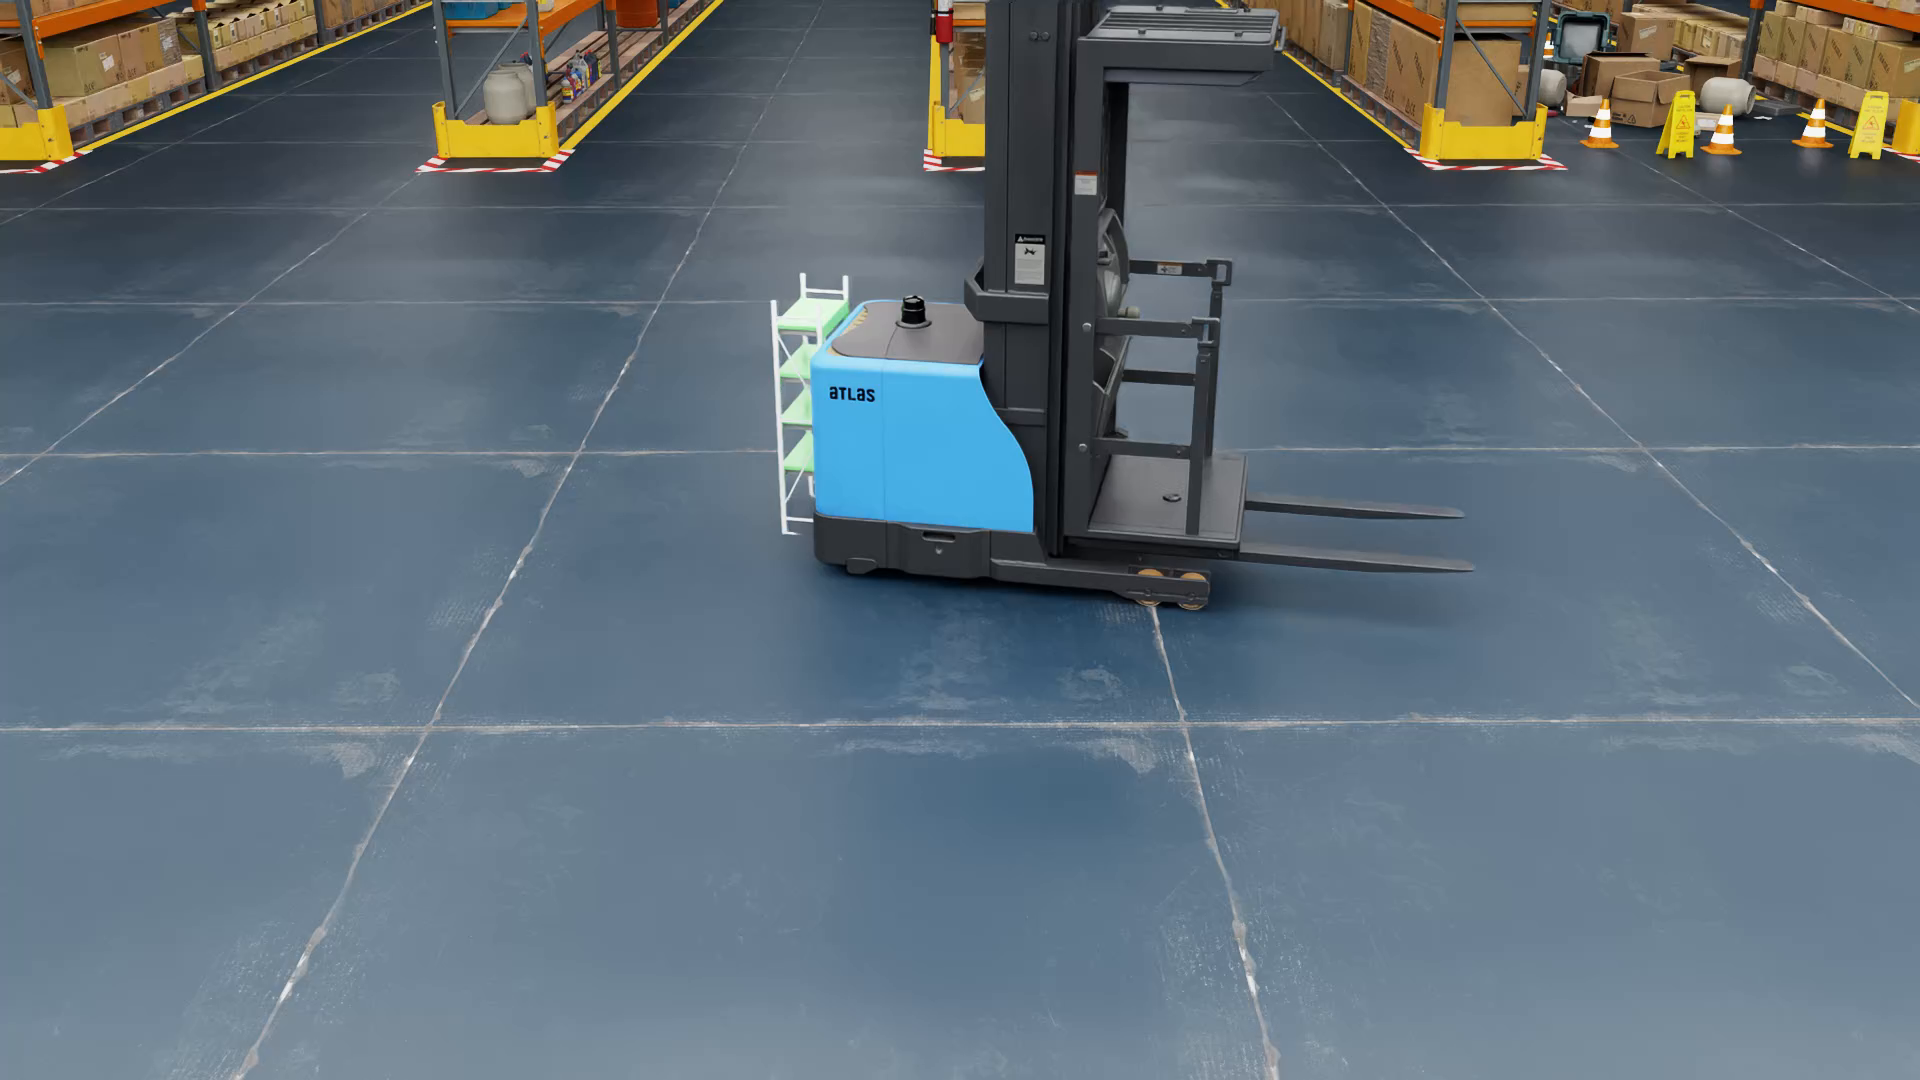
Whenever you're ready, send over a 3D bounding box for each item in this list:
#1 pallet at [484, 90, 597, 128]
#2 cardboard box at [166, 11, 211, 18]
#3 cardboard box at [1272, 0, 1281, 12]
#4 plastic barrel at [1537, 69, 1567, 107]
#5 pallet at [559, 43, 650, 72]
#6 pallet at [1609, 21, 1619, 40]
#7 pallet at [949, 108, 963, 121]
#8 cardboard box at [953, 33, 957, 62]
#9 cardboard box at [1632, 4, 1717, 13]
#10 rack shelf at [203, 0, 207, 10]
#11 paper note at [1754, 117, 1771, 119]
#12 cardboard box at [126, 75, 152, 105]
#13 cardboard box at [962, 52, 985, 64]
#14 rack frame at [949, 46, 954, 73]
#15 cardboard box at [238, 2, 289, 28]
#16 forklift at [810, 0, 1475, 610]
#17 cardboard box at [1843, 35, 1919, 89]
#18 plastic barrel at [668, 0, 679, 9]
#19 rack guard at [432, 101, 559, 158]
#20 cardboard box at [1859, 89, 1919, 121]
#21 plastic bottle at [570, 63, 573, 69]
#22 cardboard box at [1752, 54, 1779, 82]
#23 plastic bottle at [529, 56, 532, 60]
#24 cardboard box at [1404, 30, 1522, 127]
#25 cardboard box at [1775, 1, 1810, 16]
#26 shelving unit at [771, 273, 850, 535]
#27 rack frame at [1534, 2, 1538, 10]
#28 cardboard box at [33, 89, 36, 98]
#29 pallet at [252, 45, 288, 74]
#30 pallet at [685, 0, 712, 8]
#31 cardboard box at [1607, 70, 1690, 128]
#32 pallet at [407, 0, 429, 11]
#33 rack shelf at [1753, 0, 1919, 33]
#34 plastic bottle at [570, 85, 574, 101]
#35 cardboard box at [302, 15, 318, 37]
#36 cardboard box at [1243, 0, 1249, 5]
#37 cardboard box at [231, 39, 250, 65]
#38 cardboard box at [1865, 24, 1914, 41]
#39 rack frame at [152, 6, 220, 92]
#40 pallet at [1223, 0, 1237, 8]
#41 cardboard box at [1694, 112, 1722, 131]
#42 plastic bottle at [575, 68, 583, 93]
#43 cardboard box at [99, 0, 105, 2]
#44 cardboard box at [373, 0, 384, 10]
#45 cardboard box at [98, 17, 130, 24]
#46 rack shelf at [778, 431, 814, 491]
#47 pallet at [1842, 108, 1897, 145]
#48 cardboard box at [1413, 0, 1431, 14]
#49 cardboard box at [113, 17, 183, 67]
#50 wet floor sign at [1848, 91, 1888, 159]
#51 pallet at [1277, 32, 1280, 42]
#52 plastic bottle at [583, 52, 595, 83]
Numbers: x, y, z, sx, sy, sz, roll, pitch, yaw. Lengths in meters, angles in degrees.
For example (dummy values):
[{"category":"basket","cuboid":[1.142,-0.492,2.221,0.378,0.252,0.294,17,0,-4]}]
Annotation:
[{"category":"pallet","cuboid":[-4.708,-4.865,18.751,1.003,0.211,1.213,0,24,-1]},{"category":"cardboard box","cuboid":[-9.949,-6.675,21.516,0.500,0.311,0.500,0,24,-1]},{"category":"cardboard box","cuboid":[4.912,-7.890,24.579,0.500,0.500,0.500,0,24,-1]},{"category":"plastic barrel","cuboid":[6.770,-5.285,19.422,0.512,0.421,0.421,19,30,35]},{"category":"pallet","cuboid":[-4.753,-6.473,22.307,1.003,0.211,1.213,0,24,-1]},{"category":"pallet","cuboid":[10.196,-7.686,24.989,1.003,0.211,1.213,0,24,-1]},{"category":"pallet","cuboid":[0.333,-4.386,17.692,1.003,0.211,1.213,0,24,-1]},{"category":"cardboard box","cuboid":[0.278,-6.253,20.936,0.700,0.500,0.500,-2,24,-5]},{"category":"cardboard box","cuboid":[10.125,-7.393,23.635,0.950,0.372,0.625,-2,24,-4]},{"category":"rack shelf","cuboid":[-9.664,-7.392,21.827,1.077,0.370,4.000,0,24,-1]},{"category":"paper note","cuboid":[9.061,-4.764,18.747,0.142,0.019,0.148,-9,26,-19]},{"category":"cardboard box","cuboid":[-9.397,-5.026,18.550,0.500,0.250,0.500,0,24,-1]},{"category":"cardboard box","cuboid":[0.288,-5.105,18.420,0.500,0.500,0.500,2,24,4]},{"category":"rack frame","cuboid":[0.263,-6.939,19.952,1.000,3.000,0.127,0,24,-1]},{"category":"cardboard box","cuboid":[-9.419,-7.101,22.458,0.500,0.311,0.500,0,24,-1]},{"category":"forklift","cuboid":[0.876,-1.256,7.471,3.031,2.935,1.130,5,25,10]},{"category":"cardboard box","cuboid":[9.938,-5.159,17.934,0.500,0.500,0.500,1,24,1]},{"category":"plastic barrel","cuboid":[-4.780,-8.932,26.396,0.600,0.901,0.708,0,24,-1]},{"category":"rack guard","cuboid":[-4.694,-4.160,16.842,1.175,0.500,0.348,0,24,-1]},{"category":"cardboard box","cuboid":[9.938,-4.615,17.642,0.500,0.250,0.500,0,24,-1]},{"category":"plastic bottle","cuboid":[-4.491,-5.392,19.294,0.061,0.283,0.133,0,24,-1]},{"category":"cardboard box","cuboid":[9.909,-5.678,19.990,0.500,0.250,0.500,-1,24,-3]},{"category":"plastic bottle","cuboid":[-5.093,-5.610,19.784,0.152,0.276,0.135,1,24,1]},{"category":"cardboard box","cuboid":[5.194,-4.774,17.233,0.875,0.875,0.875,0,24,0]},{"category":"cardboard box","cuboid":[9.851,-6.263,19.588,0.380,0.149,0.250,0,24,0]},{"category":"shelving unit","cuboid":[-0.721,-0.669,8.274,0.258,1.200,0.503,5,25,10]},{"category":"rack frame","cuboid":[10.085,-10.280,27.339,1.000,3.000,0.127,0,24,-1]},{"category":"cardboard box","cuboid":[-9.918,-4.612,17.634,0.500,0.250,0.500,0,24,-1]},{"category":"pallet","cuboid":[-9.706,-6.433,22.217,1.003,0.211,1.213,0,24,-1]},{"category":"pallet","cuboid":[-4.823,-9.245,28.436,1.003,0.211,1.213,0,24,-1]},{"category":"cardboard box","cuboid":[7.666,-4.910,18.496,0.797,0.503,0.637,-19,31,-36]},{"category":"pallet","cuboid":[-9.736,-9.205,28.346,1.003,0.211,1.213,0,24,-1]},{"category":"rack shelf","cuboid":[10.195,-5.831,18.377,1.077,0.370,4.000,0,24,-1]},{"category":"plastic bottle","cuboid":[-4.355,-4.985,18.494,0.097,0.201,0.097,0,24,0]},{"category":"cardboard box","cuboid":[-9.436,-7.267,23.504,0.500,0.250,0.500,0,24,1]},{"category":"cardboard box","cuboid":[4.880,-8.963,26.951,0.500,0.500,0.500,1,24,1]},{"category":"cardboard box","cuboid":[-9.403,-6.212,21.173,0.500,0.250,0.500,0,24,1]},{"category":"cardboard box","cuboid":[9.876,-5.391,17.659,0.380,0.149,0.250,0,24,1]},{"category":"rack frame","cuboid":[-9.642,-6.896,19.857,1.000,3.000,0.127,0,24,-1]},{"category":"pallet","cuboid":[5.094,-9.222,28.384,1.003,0.211,1.213,0,24,-1]},{"category":"cardboard box","cuboid":[8.182,-4.567,18.167,0.380,0.149,0.250,13,27,27]},{"category":"plastic bottle","cuboid":[-4.361,-5.240,18.973,0.097,0.271,0.097,0,24,0]},{"category":"cardboard box","cuboid":[-9.611,-6.123,18.028,0.700,0.500,0.500,0,24,1]},{"category":"cardboard box","cuboid":[-9.436,-8.641,26.216,0.500,0.500,0.500,0,24,0]},{"category":"cardboard box","cuboid":[-9.937,-5.778,19.301,0.500,0.500,0.500,0,24,-1]},{"category":"rack shelf","cuboid":[-0.721,-0.392,8.399,0.258,0.148,0.480,5,25,10]},{"category":"pallet","cuboid":[10.242,-4.431,17.791,1.003,0.211,1.213,0,24,-1]},{"category":"cardboard box","cuboid":[5.191,-5.719,17.072,0.875,0.550,0.550,0,24,-1]},{"category":"cardboard box","cuboid":[-9.425,-5.780,19.307,0.500,0.500,0.500,0,24,-1]},{"category":"wet floor sign","cuboid":[9.148,-4.179,16.708,0.267,0.644,0.232,8,26,18]},{"category":"pallet","cuboid":[5.173,-7.619,24.840,1.003,0.211,1.213,0,24,-1]},{"category":"plastic bottle","cuboid":[-4.392,-5.567,19.599,0.144,0.351,0.185,-1,24,-3]}]
